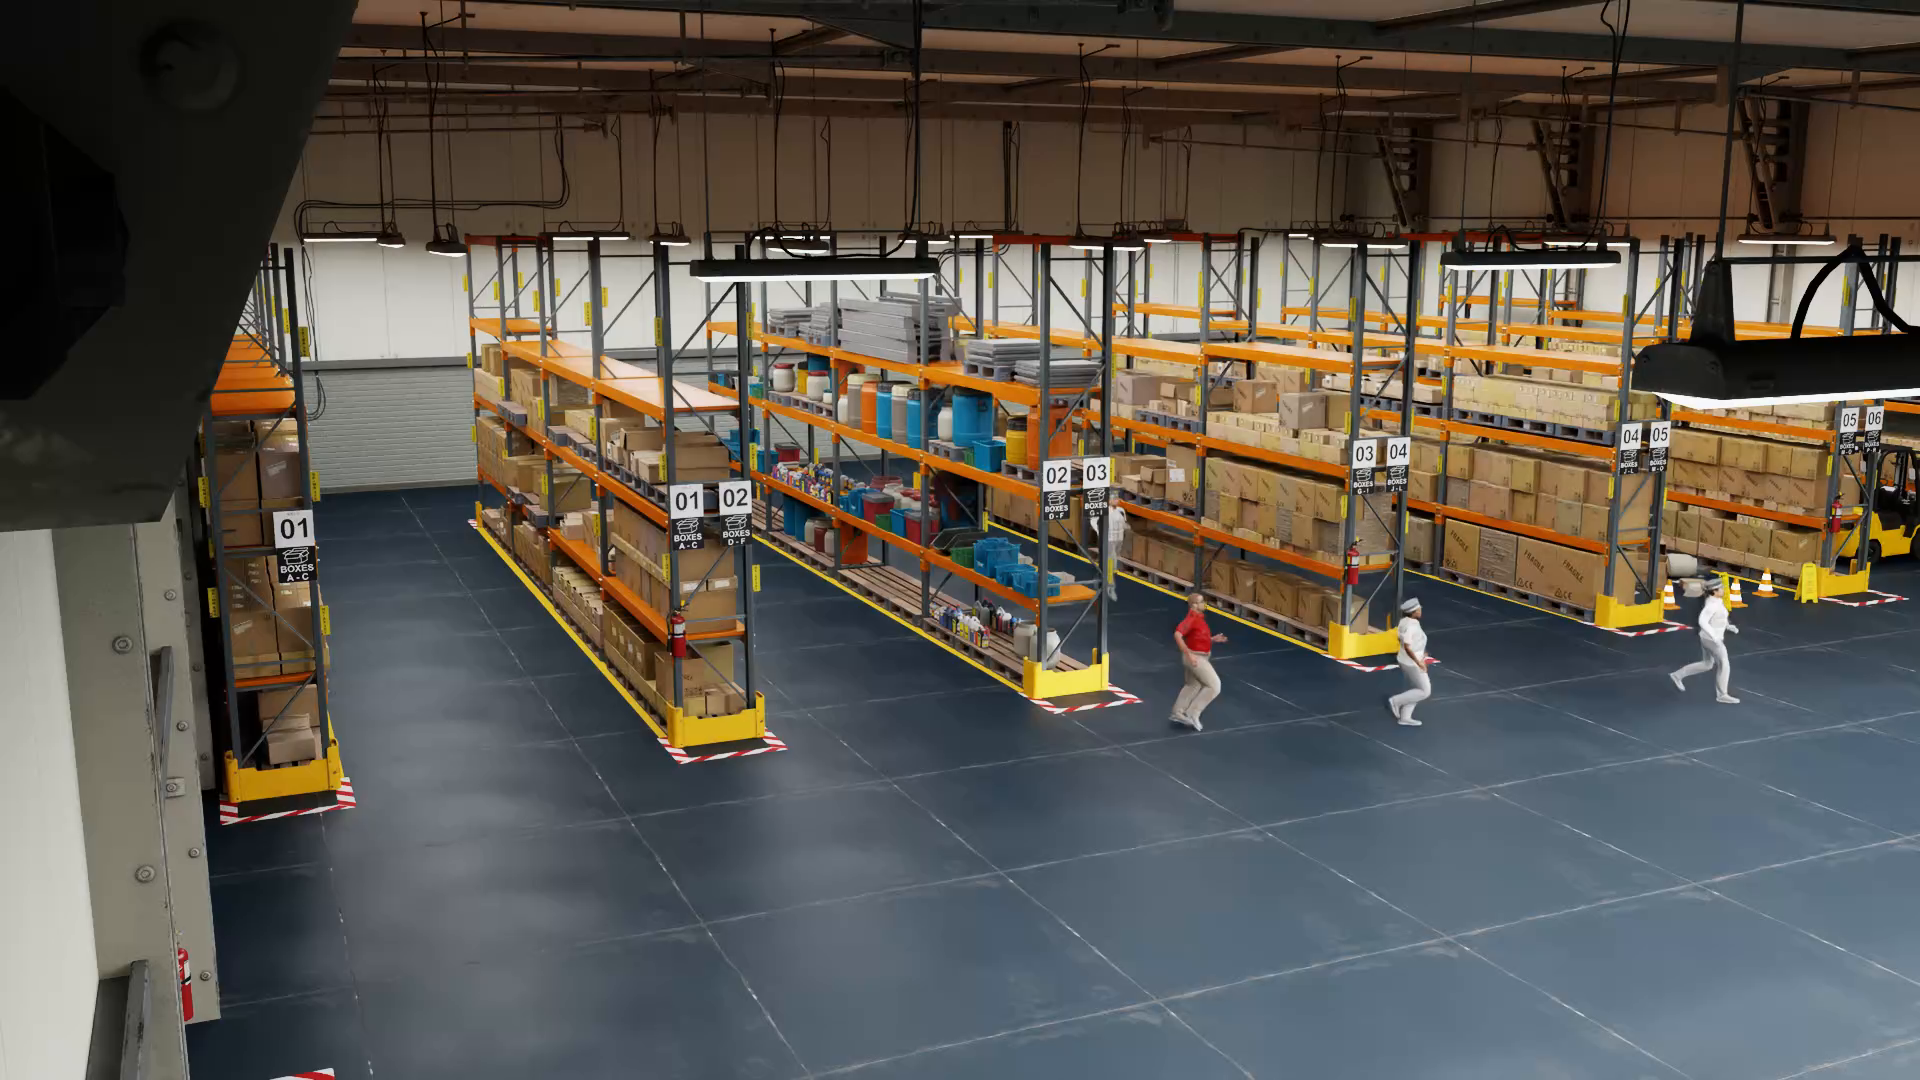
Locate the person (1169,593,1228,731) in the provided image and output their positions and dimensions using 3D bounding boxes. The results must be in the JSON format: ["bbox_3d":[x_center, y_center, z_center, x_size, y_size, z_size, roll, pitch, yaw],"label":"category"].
[{"bbox_3d":[2.990,1.524,20.804,0.694,1.739,0.642,1,11,7],"label":"person"}]

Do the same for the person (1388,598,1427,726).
[{"bbox_3d":[5.609,1.533,20.900,0.458,1.651,0.550,0,11,-1],"label":"person"}]

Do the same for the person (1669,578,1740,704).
[{"bbox_3d":[9.889,1.310,21.932,0.857,1.665,0.643,4,12,19],"label":"person"}]

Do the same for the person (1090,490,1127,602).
[{"bbox_3d":[2.449,0.070,26.921,0.590,1.798,0.526,-7,13,-32],"label":"person"}]
